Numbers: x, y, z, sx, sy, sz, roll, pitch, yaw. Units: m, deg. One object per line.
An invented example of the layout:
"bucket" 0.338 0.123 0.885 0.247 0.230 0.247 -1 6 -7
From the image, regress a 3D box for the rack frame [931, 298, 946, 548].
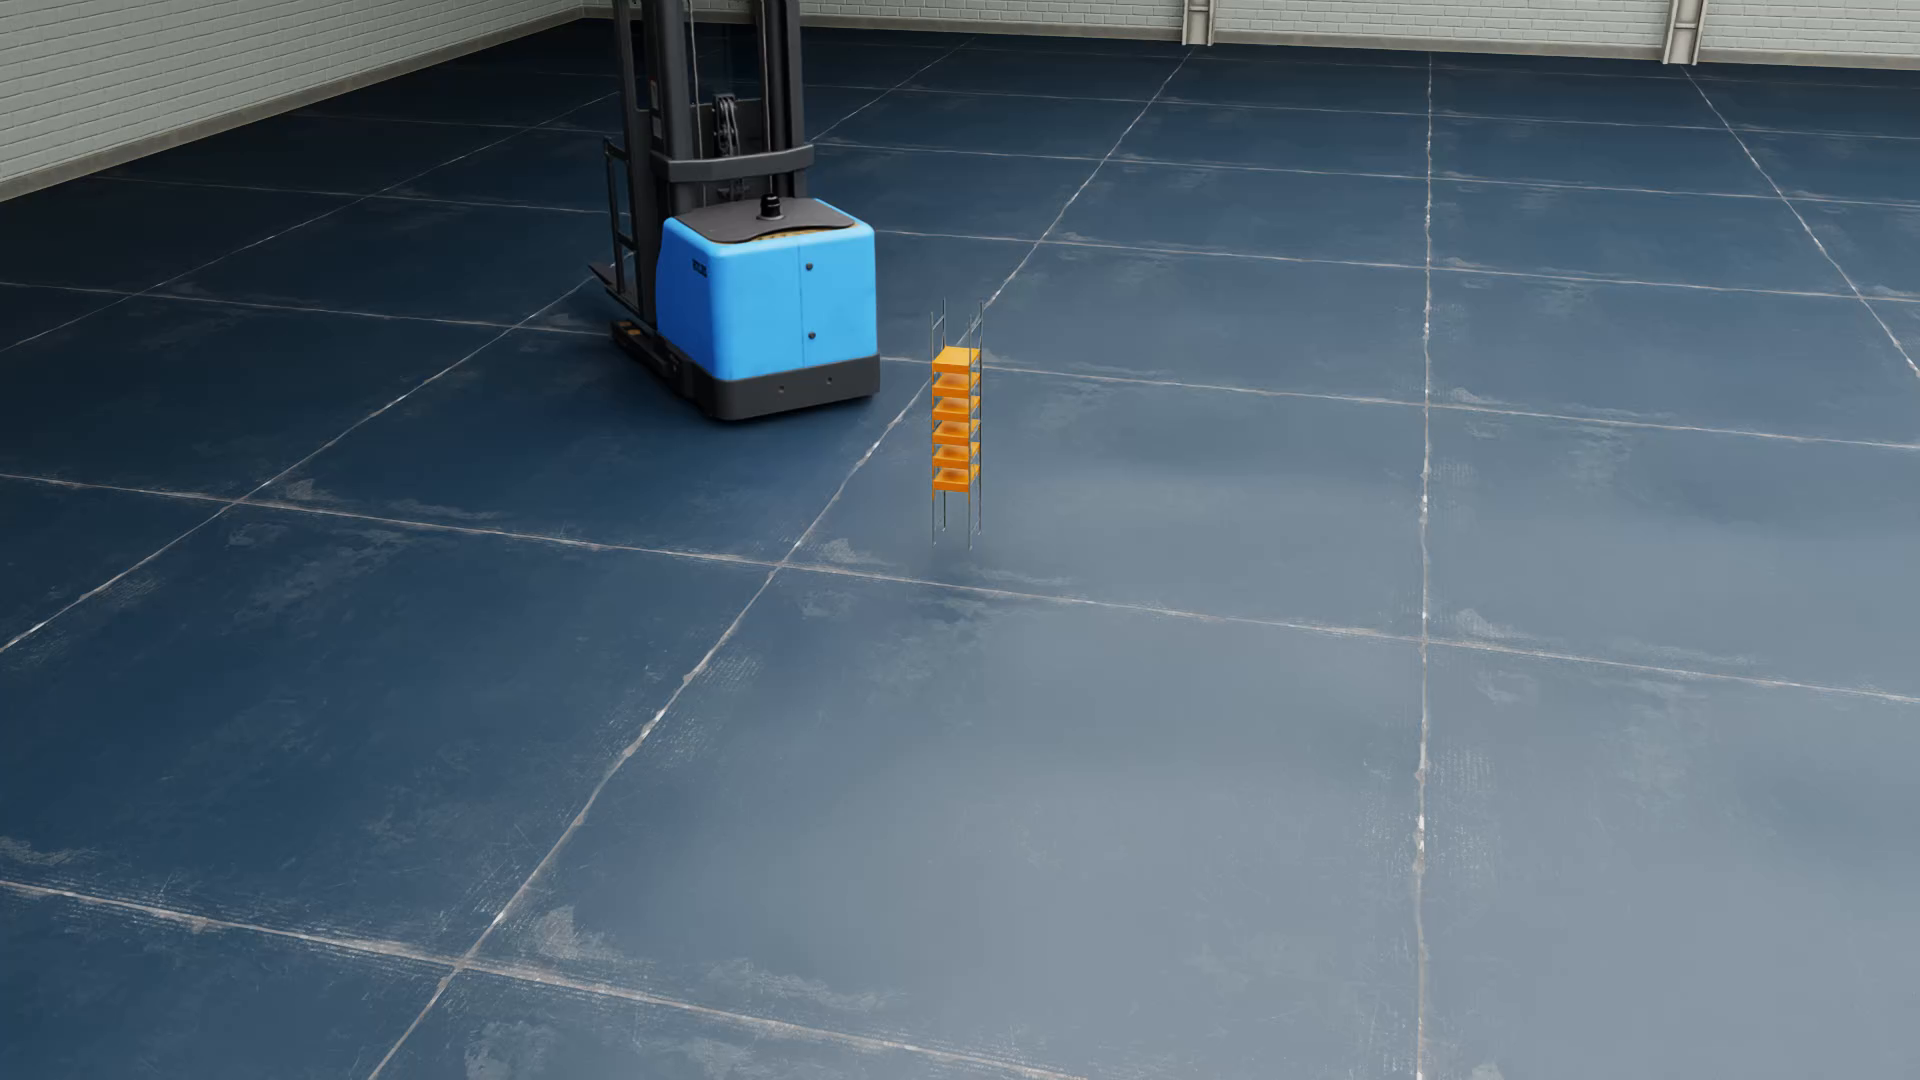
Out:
"rack frame" -0.103 -0.553 8.016 0.006 1.200 0.240 6 26 13

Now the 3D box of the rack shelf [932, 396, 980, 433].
"rack shelf" -0.014 -0.612 7.963 0.180 0.103 0.258 6 26 13

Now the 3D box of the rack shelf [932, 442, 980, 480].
"rack shelf" -0.014 -0.395 8.066 0.180 0.103 0.258 6 26 13

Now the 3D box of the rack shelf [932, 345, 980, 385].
"rack shelf" -0.014 -0.828 7.860 0.180 0.103 0.258 6 26 13

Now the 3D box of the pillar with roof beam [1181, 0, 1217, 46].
"pillar with roof beam" 2.095 -8.884 16.443 0.400 9.000 9.100 6 26 13

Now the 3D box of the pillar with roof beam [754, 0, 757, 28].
"pillar with roof beam" -3.716 -9.527 17.792 0.400 9.000 9.100 6 26 13

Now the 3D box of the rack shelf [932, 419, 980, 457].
"rack shelf" -0.014 -0.503 8.014 0.180 0.103 0.258 6 26 13

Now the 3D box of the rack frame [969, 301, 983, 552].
"rack frame" 0.075 -0.533 7.975 0.006 1.200 0.240 6 26 13

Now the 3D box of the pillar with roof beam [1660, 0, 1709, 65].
"pillar with roof beam" 7.906 -8.242 15.093 0.400 9.000 9.100 6 26 13

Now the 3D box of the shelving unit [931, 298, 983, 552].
"shelving unit" -0.014 -0.543 7.995 0.189 1.200 0.258 6 26 13

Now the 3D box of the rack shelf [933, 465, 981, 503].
"rack shelf" -0.014 -0.286 8.118 0.180 0.103 0.258 6 26 13

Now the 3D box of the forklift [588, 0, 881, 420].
"forklift" -1.631 -2.604 10.311 1.130 2.935 3.031 -13 29 -26

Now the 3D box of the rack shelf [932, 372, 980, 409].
"rack shelf" -0.014 -0.720 7.911 0.180 0.103 0.258 6 26 13
